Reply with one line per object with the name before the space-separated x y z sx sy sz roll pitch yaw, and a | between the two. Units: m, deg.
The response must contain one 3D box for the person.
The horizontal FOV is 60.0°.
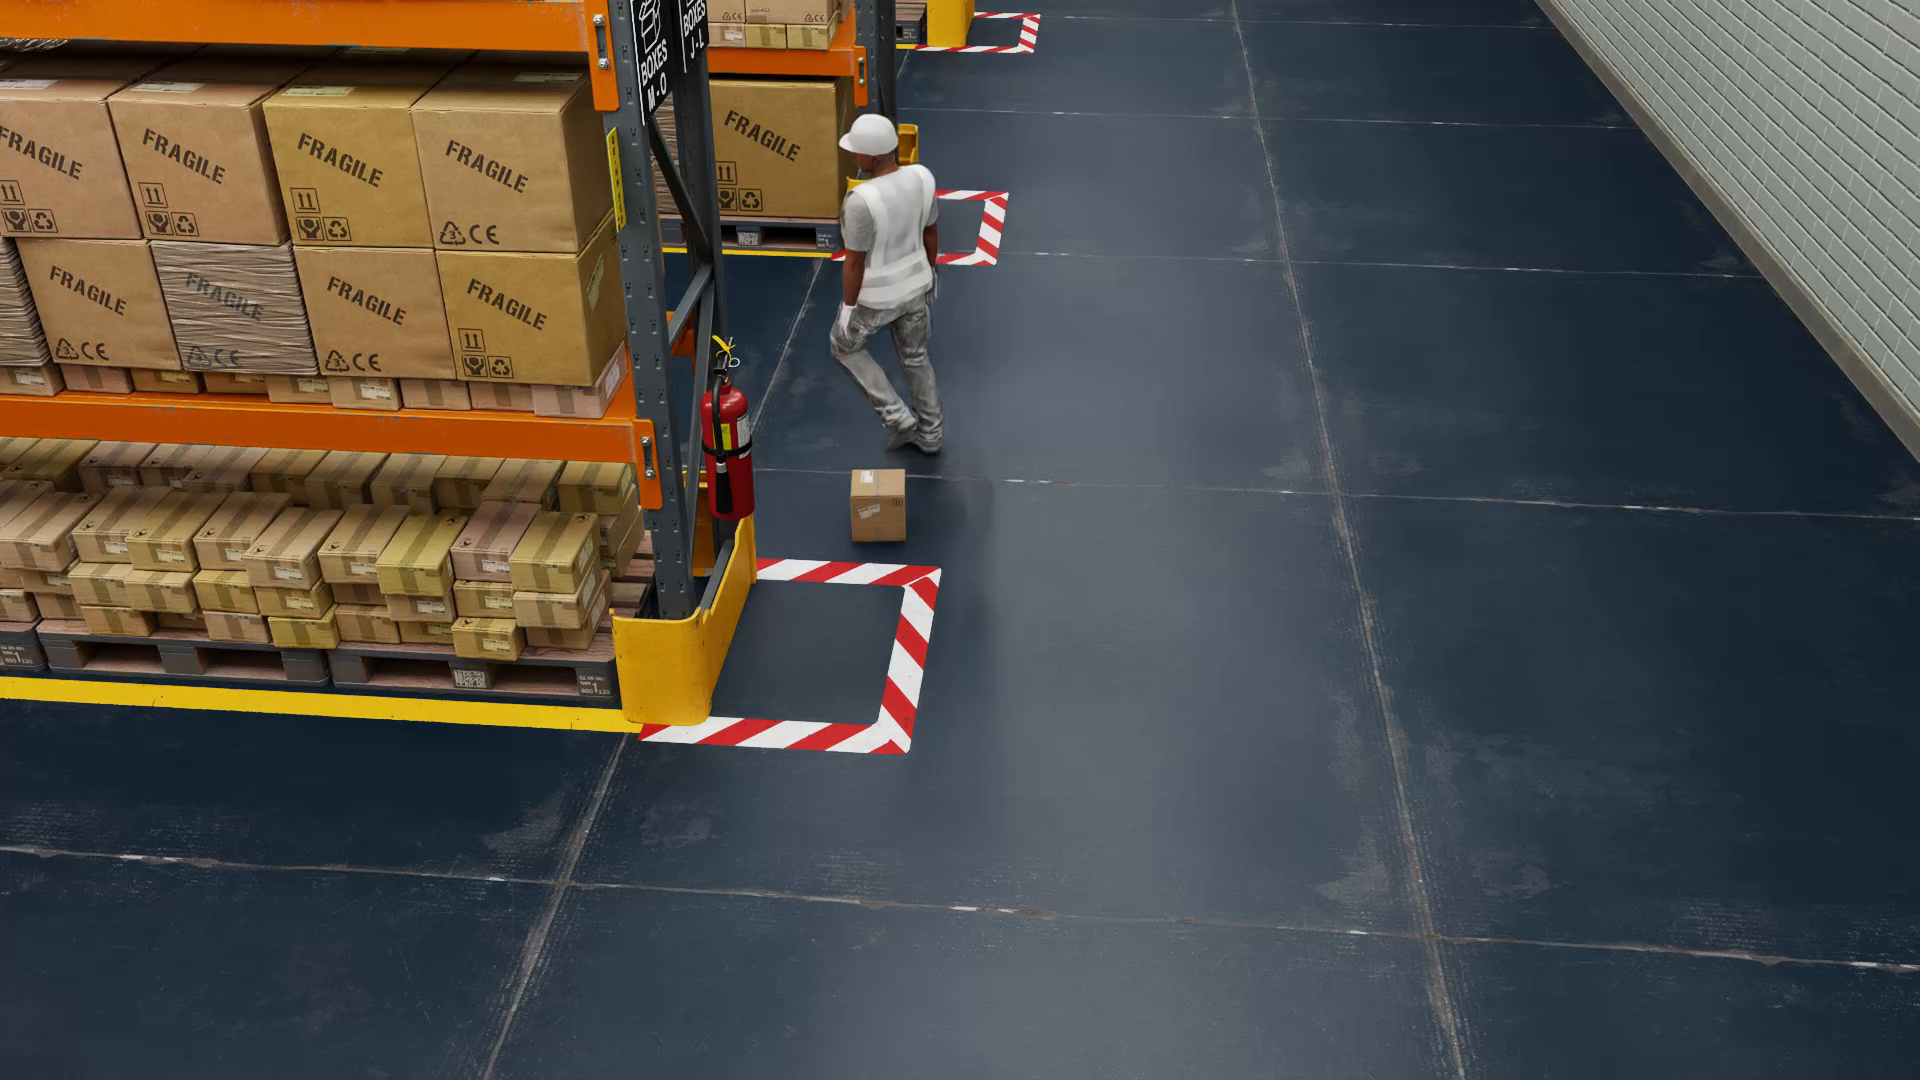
person | -0.385 -1.217 8.051 0.647 1.768 0.456 -25 40 -35
